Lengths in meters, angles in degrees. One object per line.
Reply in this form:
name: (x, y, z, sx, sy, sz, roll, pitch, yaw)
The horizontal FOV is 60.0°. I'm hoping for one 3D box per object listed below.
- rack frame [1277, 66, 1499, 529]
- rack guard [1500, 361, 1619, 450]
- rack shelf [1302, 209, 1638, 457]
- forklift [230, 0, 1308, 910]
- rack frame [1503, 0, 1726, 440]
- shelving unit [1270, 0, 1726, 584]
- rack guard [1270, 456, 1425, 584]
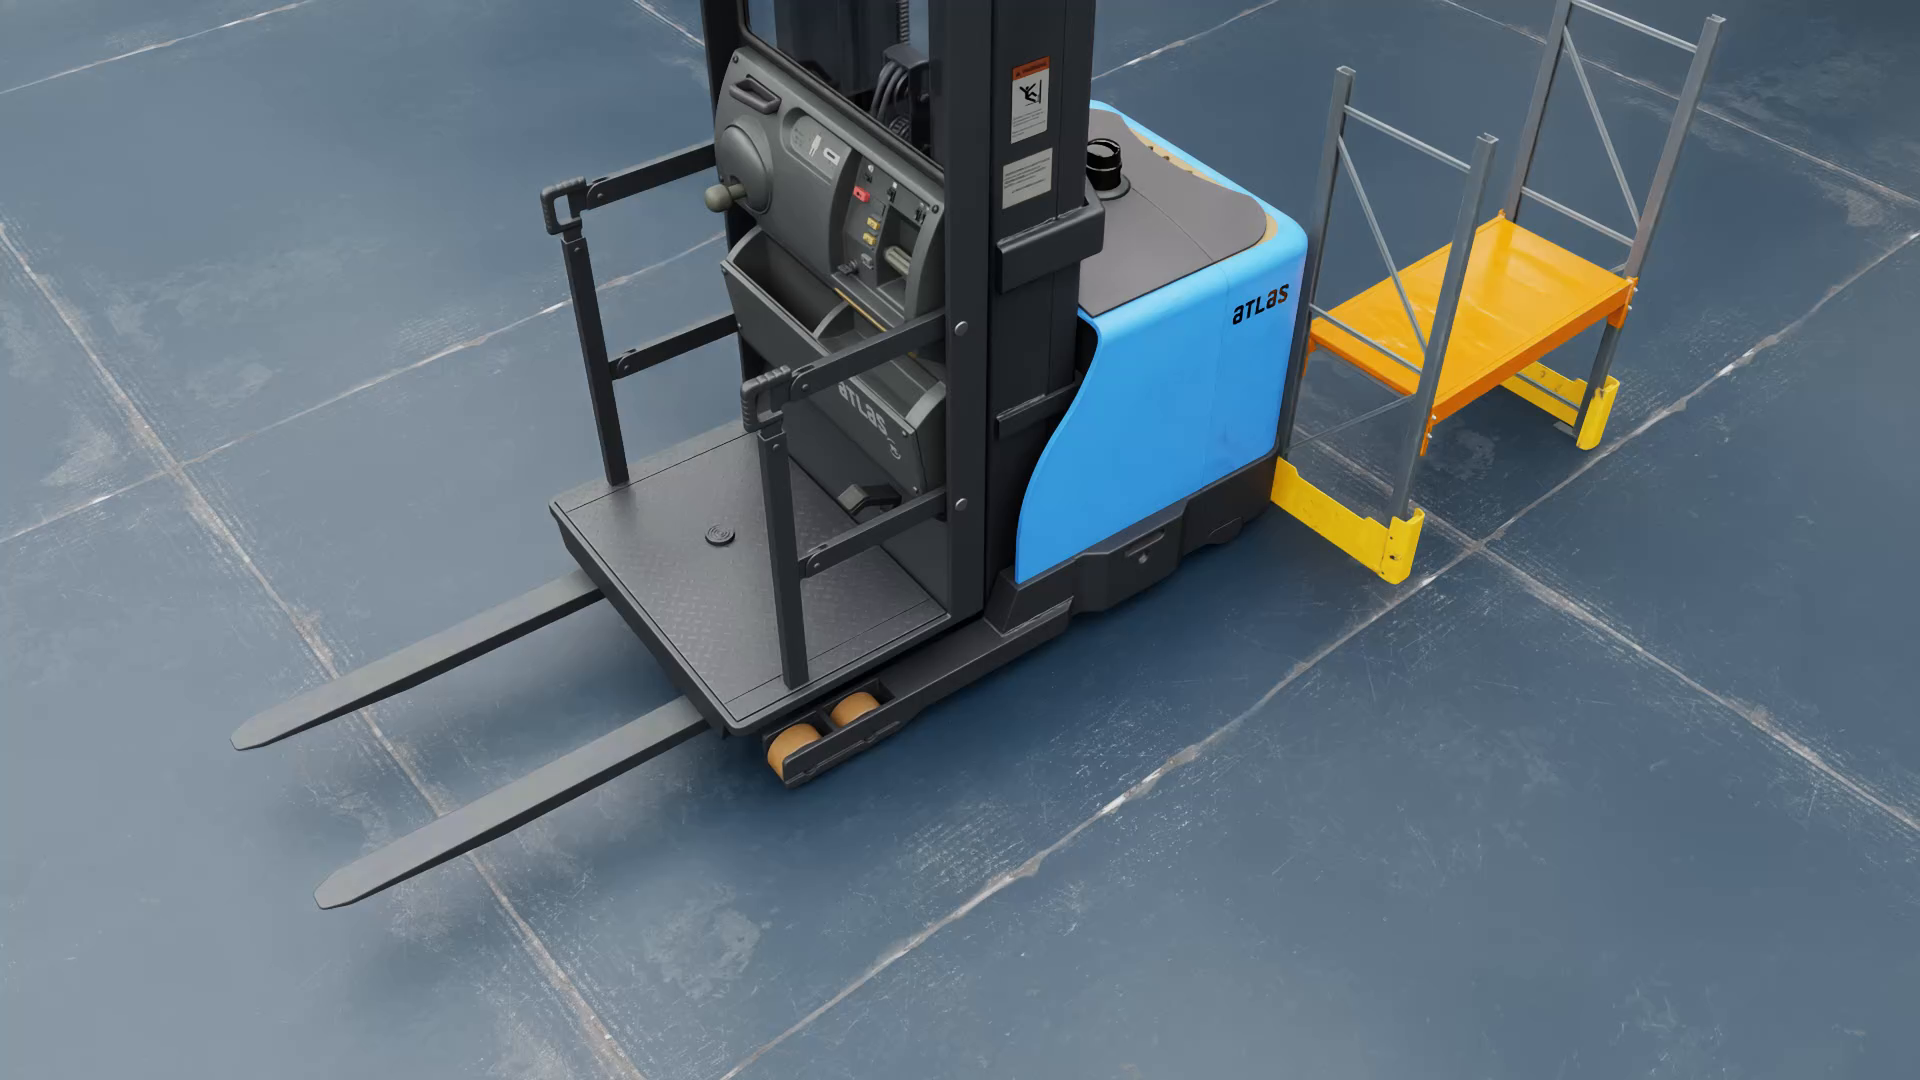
rack frame: (1.162, -0.569, 4.760, 0.032, 1.500, 0.500, -30, 51, -28)
rack guard: (1.943, -0.558, 5.662, 0.087, 0.250, 0.587, -30, 51, -28)
rack shelf: (1.553, -0.661, 5.121, 1.000, 0.185, 0.538, -30, 51, -28)
forklift: (-0.504, -0.816, 3.978, 3.031, 2.935, 1.130, -27, 49, -25)
rack frame: (1.944, -1.014, 5.234, 0.032, 1.500, 0.500, -30, 51, -28)
shelving unit: (1.560, -0.796, 5.002, 1.083, 1.500, 0.587, -30, 51, -28)
rack guard: (1.177, -0.122, 5.197, 0.087, 0.250, 0.587, -30, 51, -28)
